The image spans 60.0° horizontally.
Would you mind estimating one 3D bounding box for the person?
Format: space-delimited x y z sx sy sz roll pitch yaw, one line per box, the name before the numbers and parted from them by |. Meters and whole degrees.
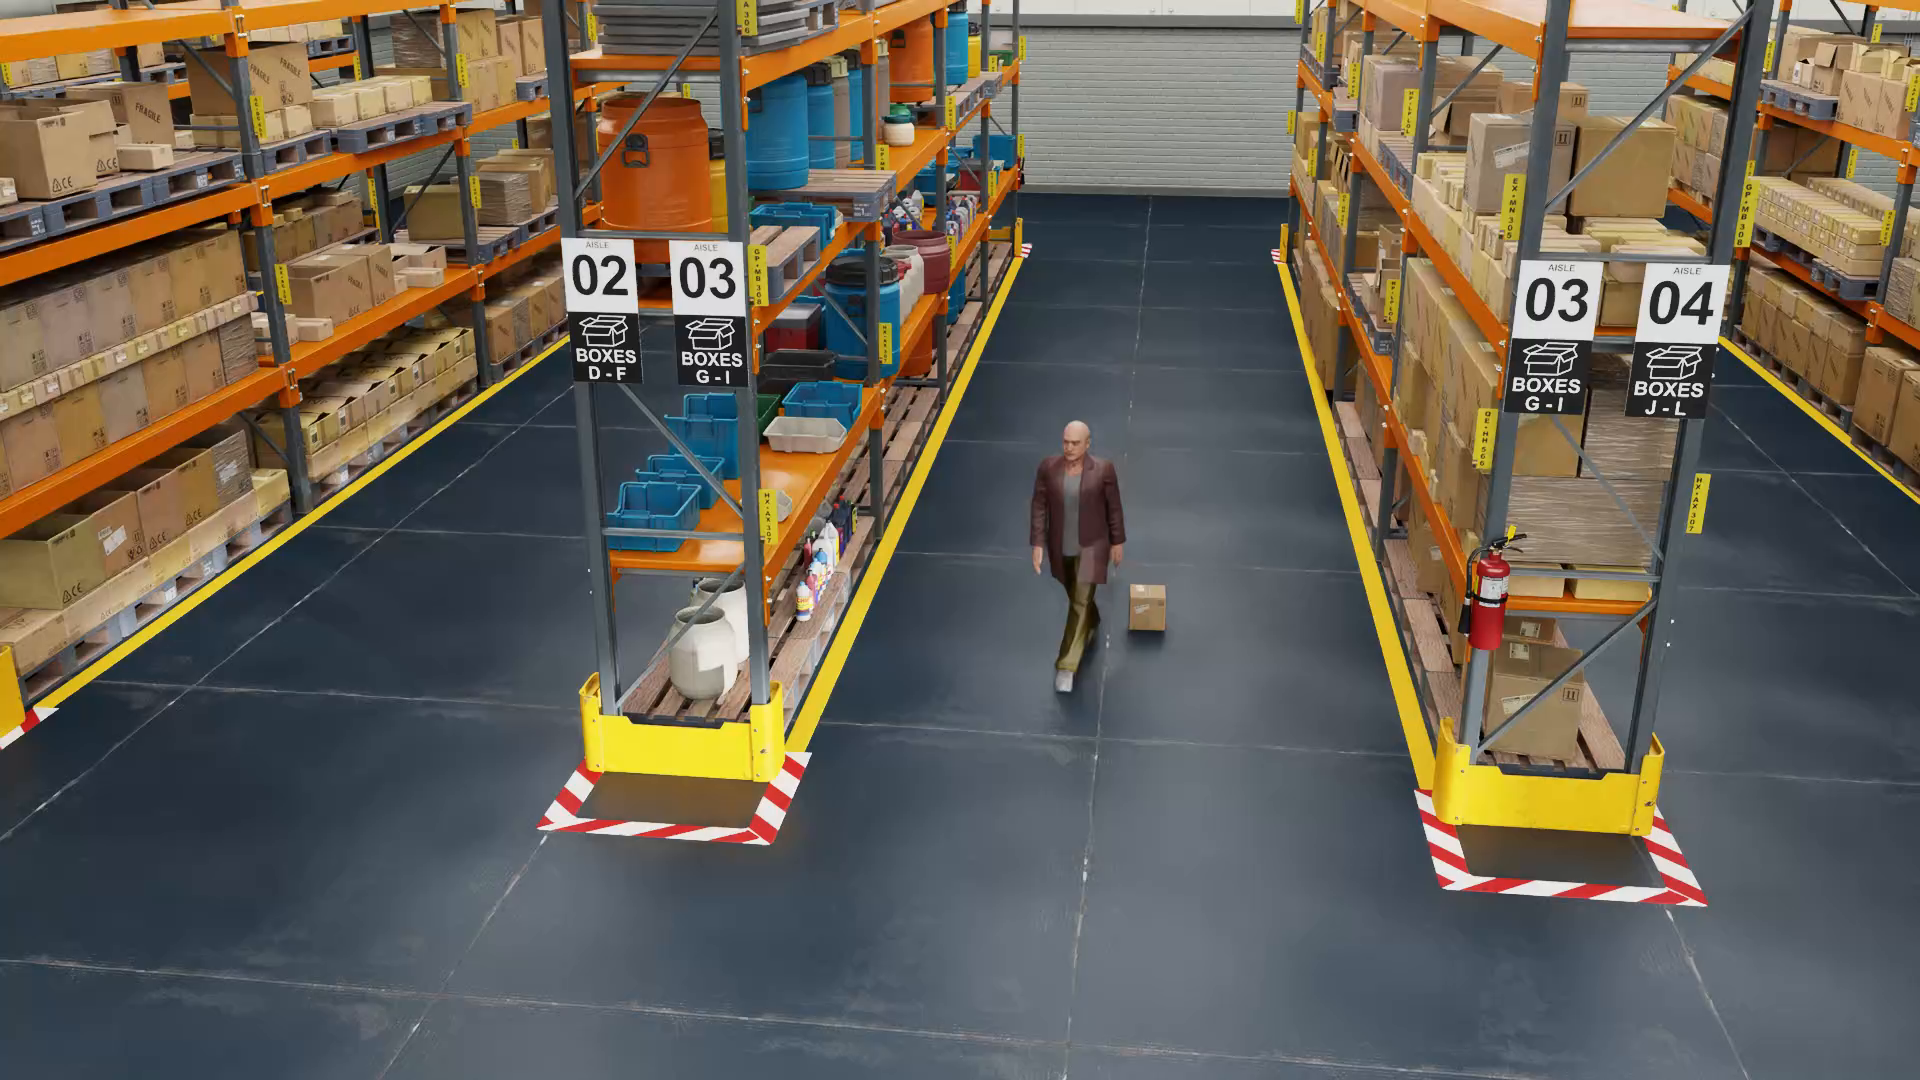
person | 0.745 0.036 10.987 0.603 1.708 1.129 9 23 23
